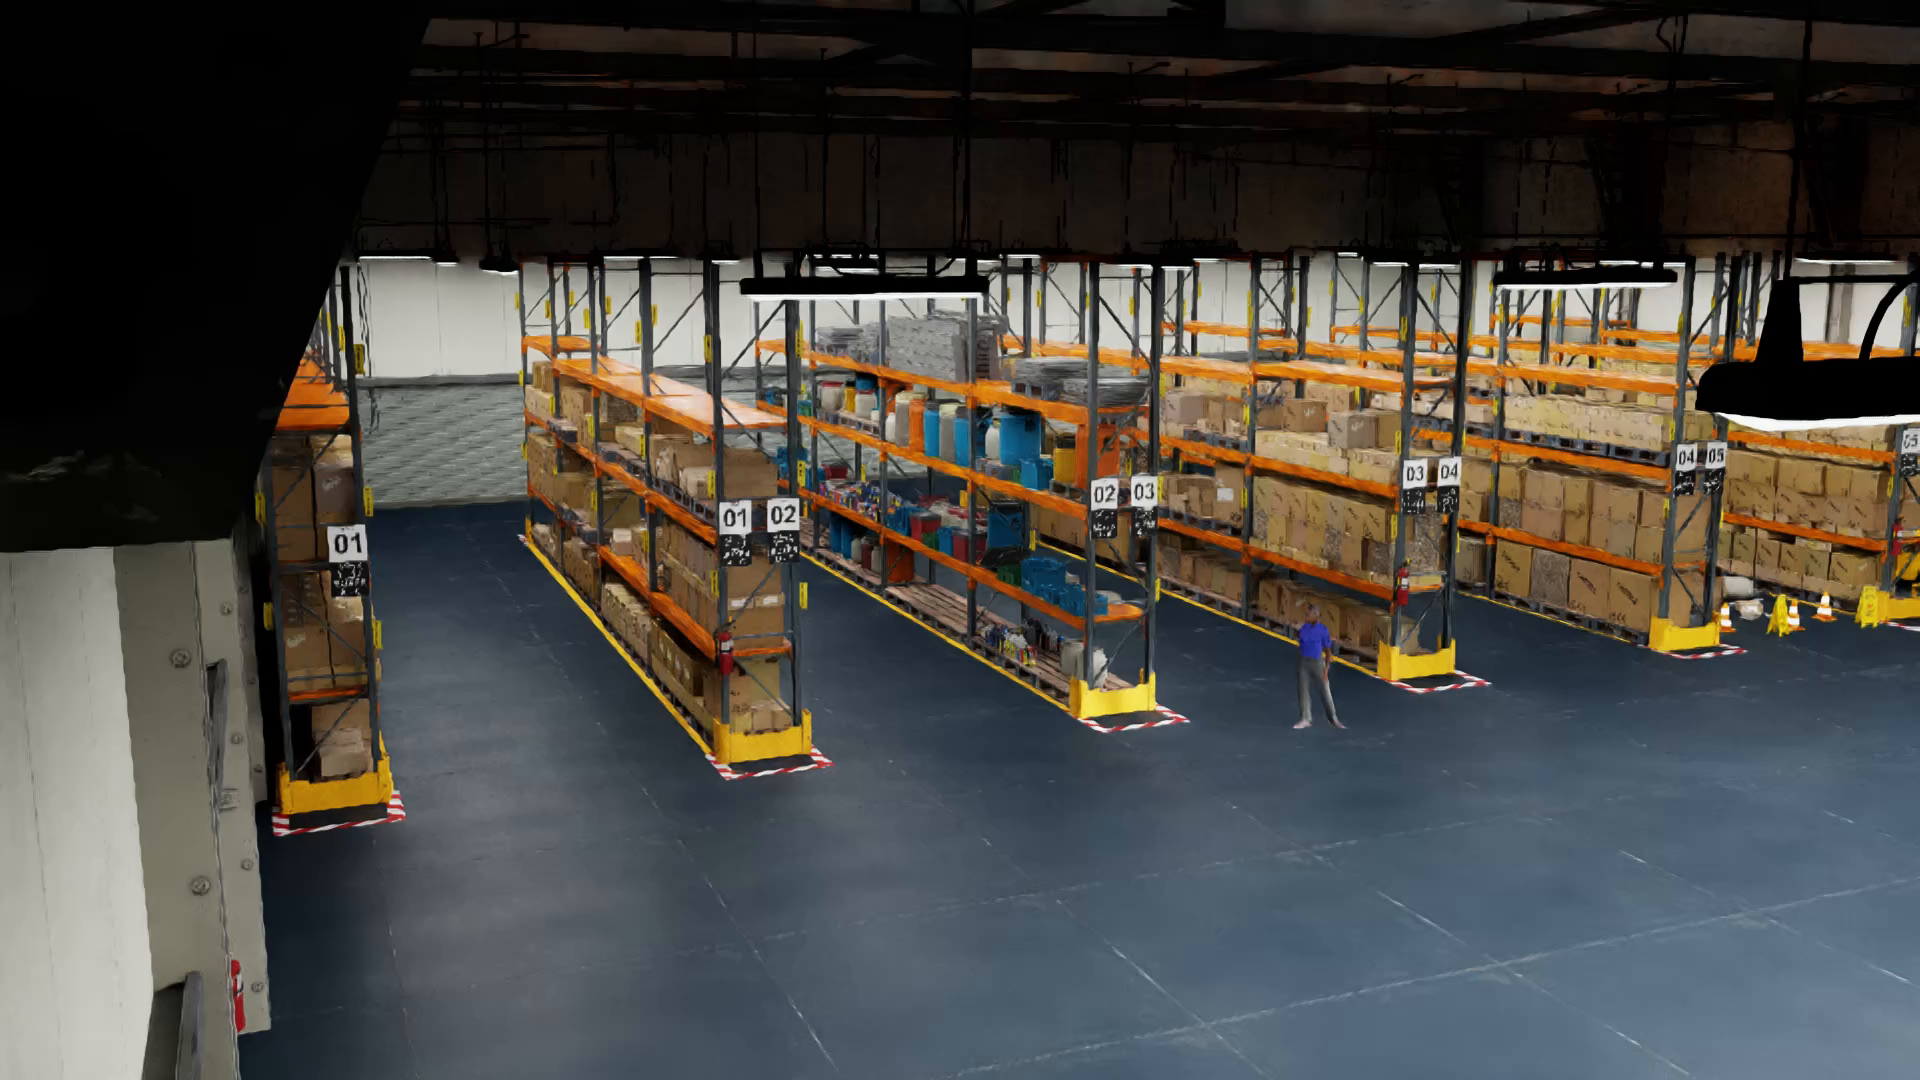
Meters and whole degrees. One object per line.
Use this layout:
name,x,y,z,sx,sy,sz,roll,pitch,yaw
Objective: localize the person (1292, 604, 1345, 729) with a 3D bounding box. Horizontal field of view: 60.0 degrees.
person,4.657,1.638,21.540,0.663,1.650,0.494,8,13,37
